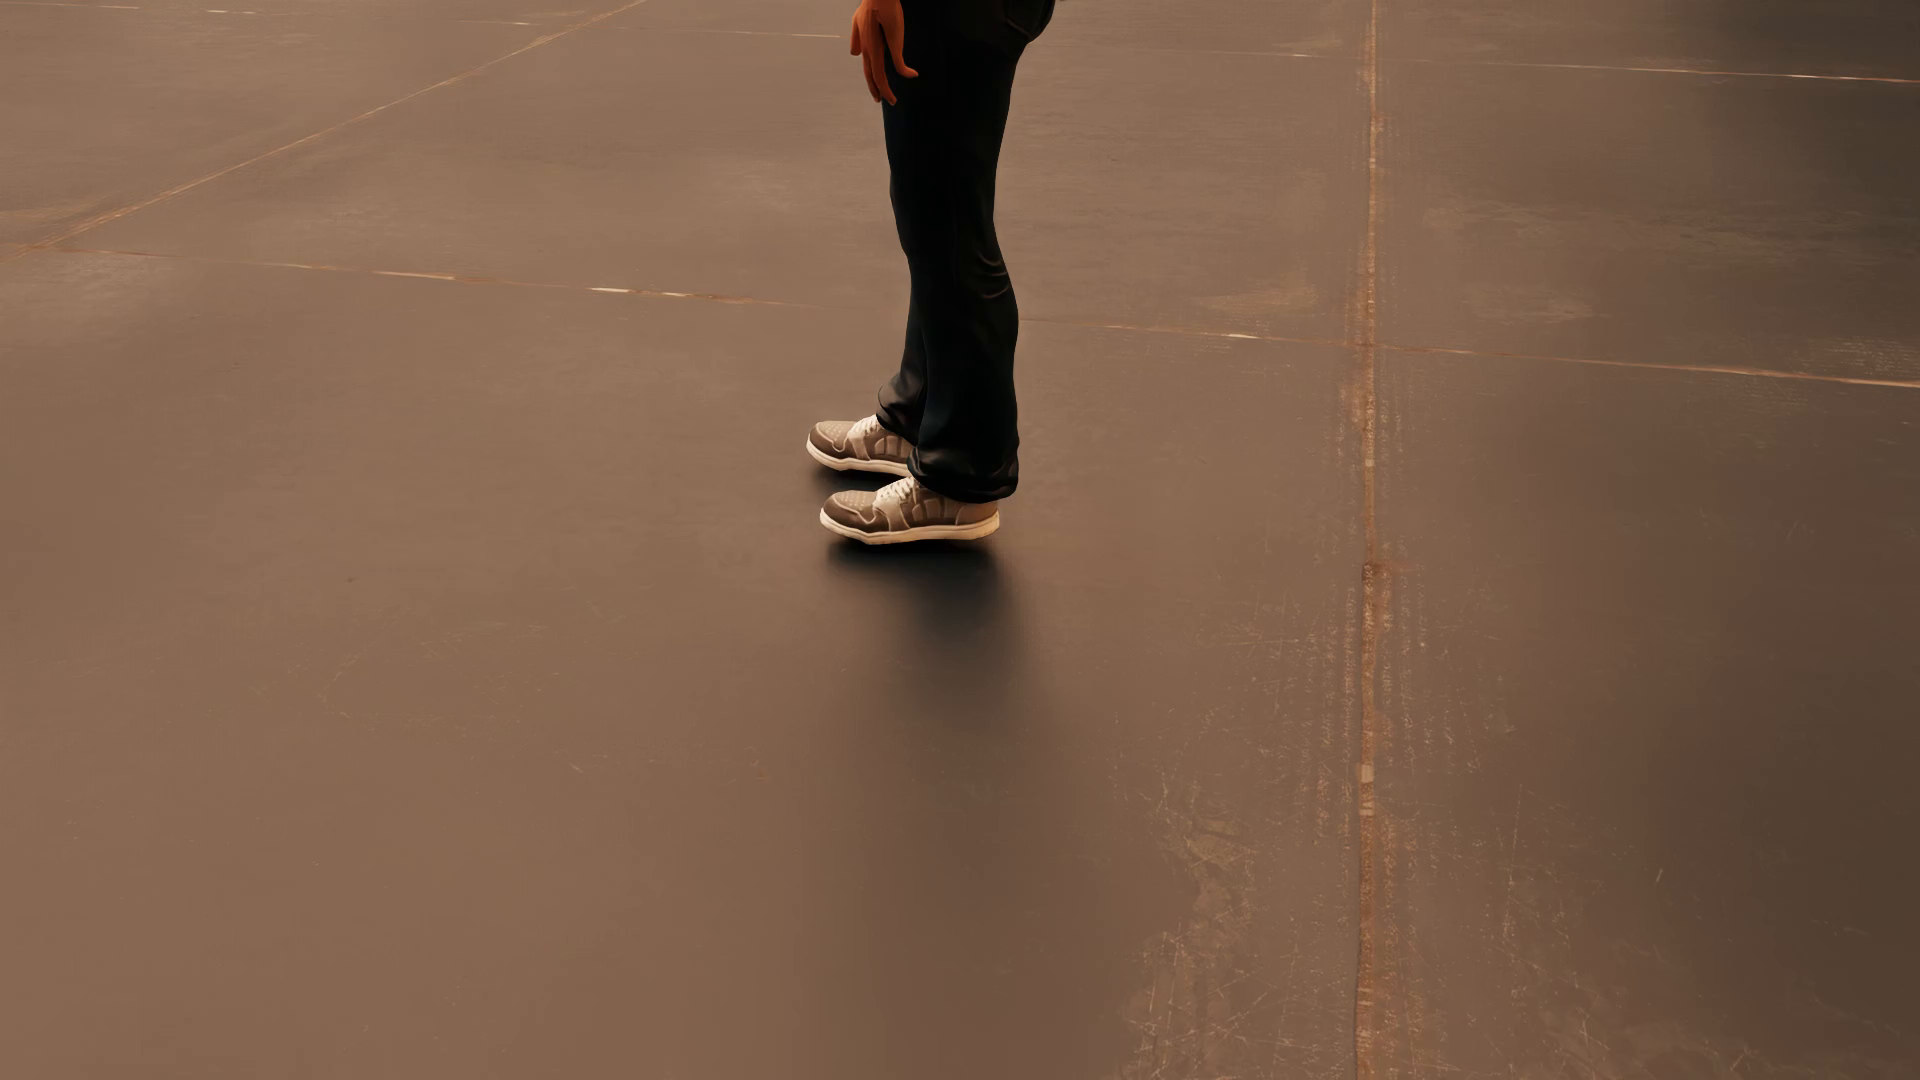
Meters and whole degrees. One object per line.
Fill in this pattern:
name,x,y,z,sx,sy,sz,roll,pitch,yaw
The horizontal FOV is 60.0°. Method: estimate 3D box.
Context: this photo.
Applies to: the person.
person,-0.069,-0.733,2.164,0.476,1.597,0.520,6,27,11
